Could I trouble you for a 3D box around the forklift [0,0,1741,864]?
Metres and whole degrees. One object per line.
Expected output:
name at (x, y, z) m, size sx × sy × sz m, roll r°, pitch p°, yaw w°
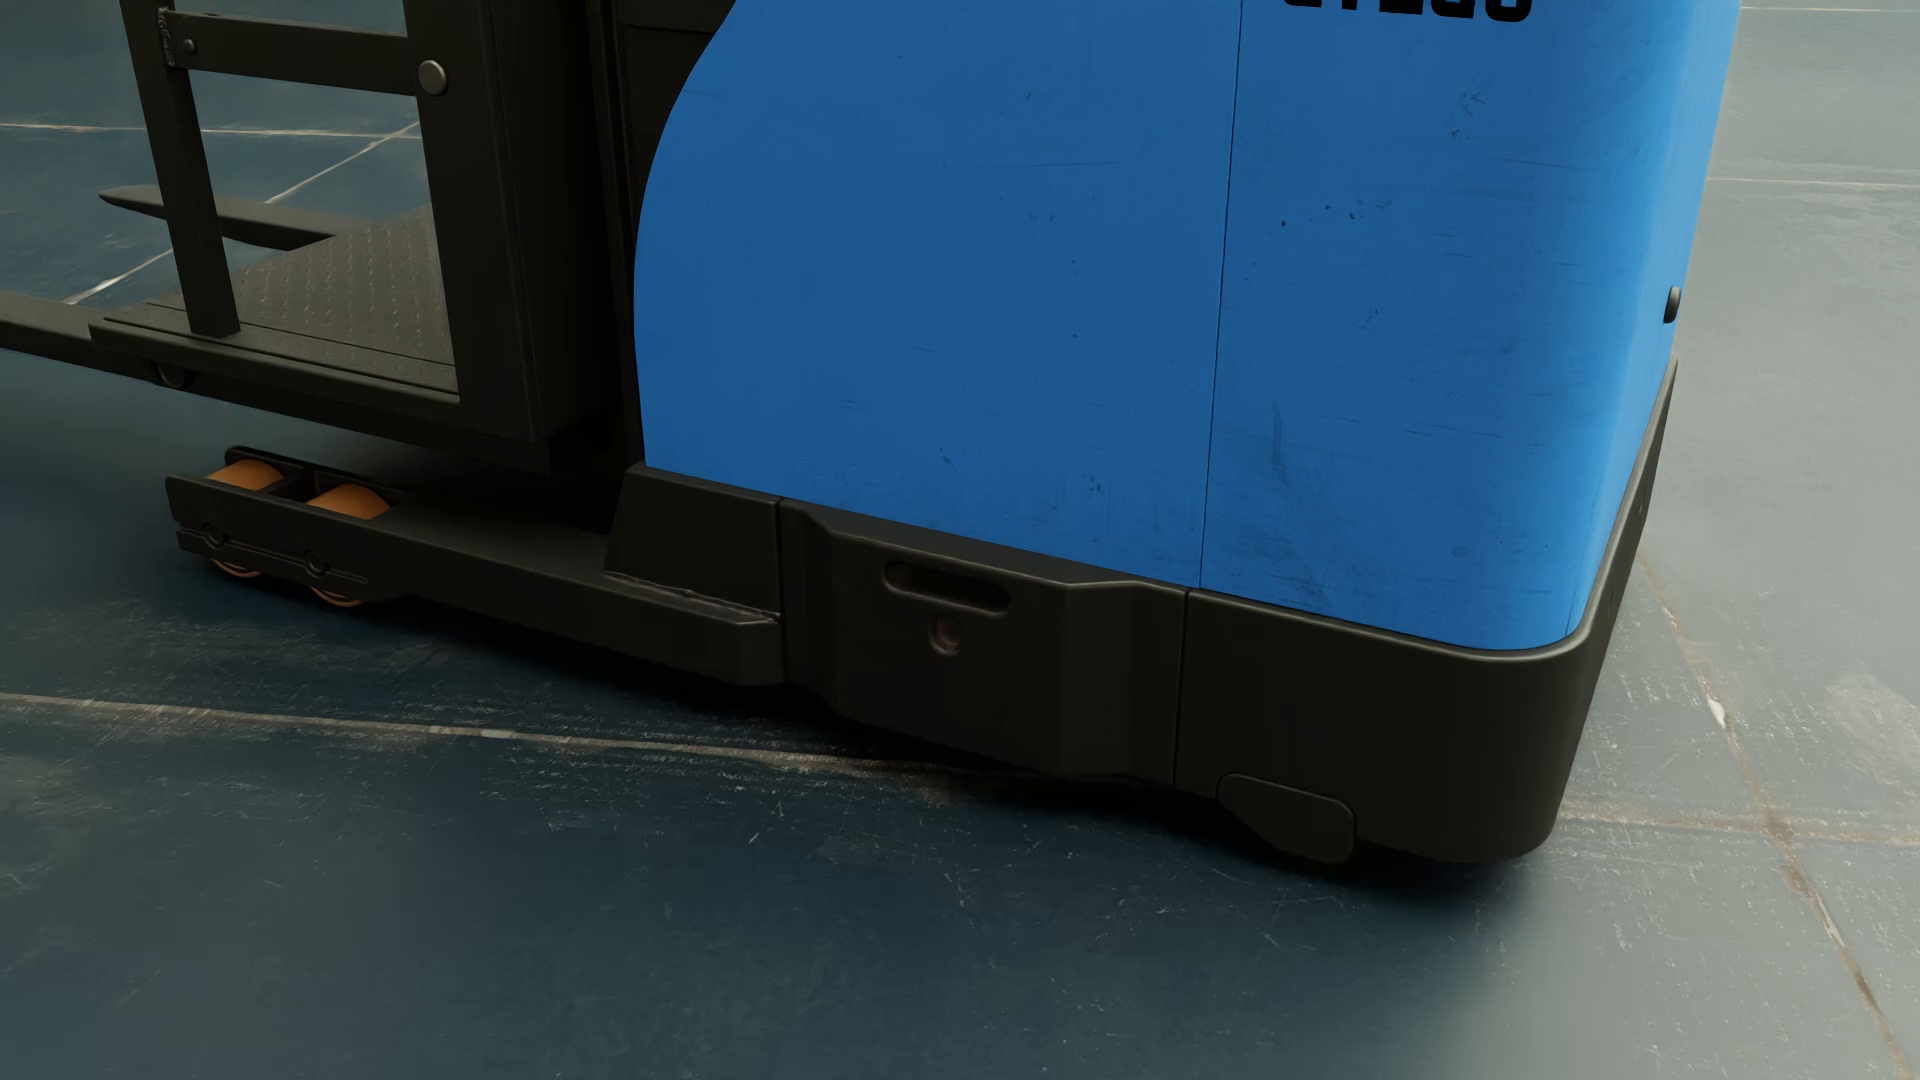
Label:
forklift at (-0.550, -1.415, 2.052) m, size 3.031 × 2.935 × 1.130 m, roll 13°, pitch 29°, yaw 24°
